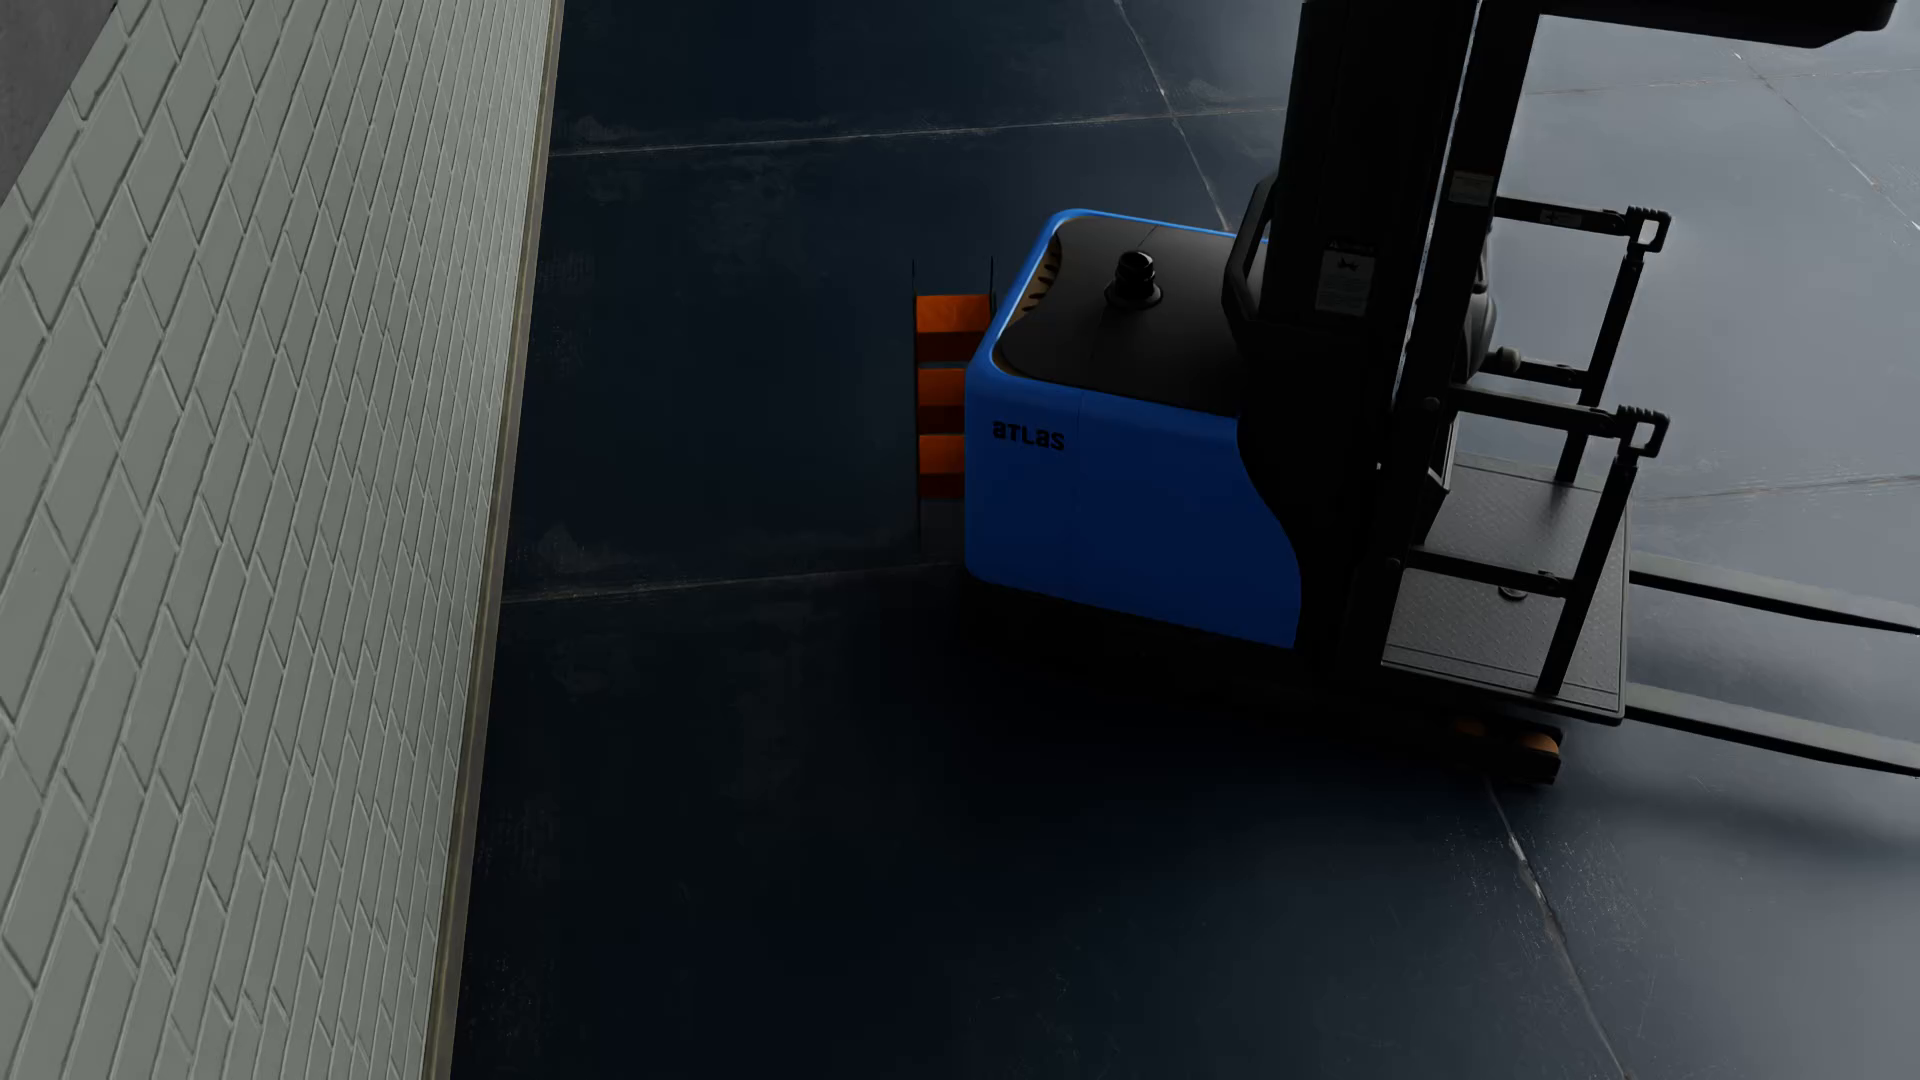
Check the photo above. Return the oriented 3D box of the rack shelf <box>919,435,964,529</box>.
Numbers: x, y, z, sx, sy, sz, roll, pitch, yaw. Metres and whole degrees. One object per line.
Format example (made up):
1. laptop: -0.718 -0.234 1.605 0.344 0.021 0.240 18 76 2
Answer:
1. rack shelf: -0.019 -0.206 5.625 0.240 0.259 0.215 -1 42 -2

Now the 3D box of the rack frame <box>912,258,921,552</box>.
1. rack frame: -0.141 -0.417 5.428 0.008 1.050 0.200 -1 42 -2

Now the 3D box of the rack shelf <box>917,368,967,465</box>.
1. rack shelf: -0.019 -0.412 5.439 0.240 0.259 0.215 -1 42 -2

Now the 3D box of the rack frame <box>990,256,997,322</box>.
1. rack frame: 0.103 -0.423 5.435 0.008 1.050 0.200 -1 42 -2

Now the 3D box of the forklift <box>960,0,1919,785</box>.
1. forklift: 1.574 -0.763 4.407 3.031 2.935 1.130 12 43 13

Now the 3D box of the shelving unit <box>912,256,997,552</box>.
1. shelving unit: -0.019 -0.420 5.432 0.252 1.050 0.215 -1 42 -2

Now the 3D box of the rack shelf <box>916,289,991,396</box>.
1. rack shelf: -0.019 -0.623 5.249 0.240 0.259 0.215 -1 42 -2
